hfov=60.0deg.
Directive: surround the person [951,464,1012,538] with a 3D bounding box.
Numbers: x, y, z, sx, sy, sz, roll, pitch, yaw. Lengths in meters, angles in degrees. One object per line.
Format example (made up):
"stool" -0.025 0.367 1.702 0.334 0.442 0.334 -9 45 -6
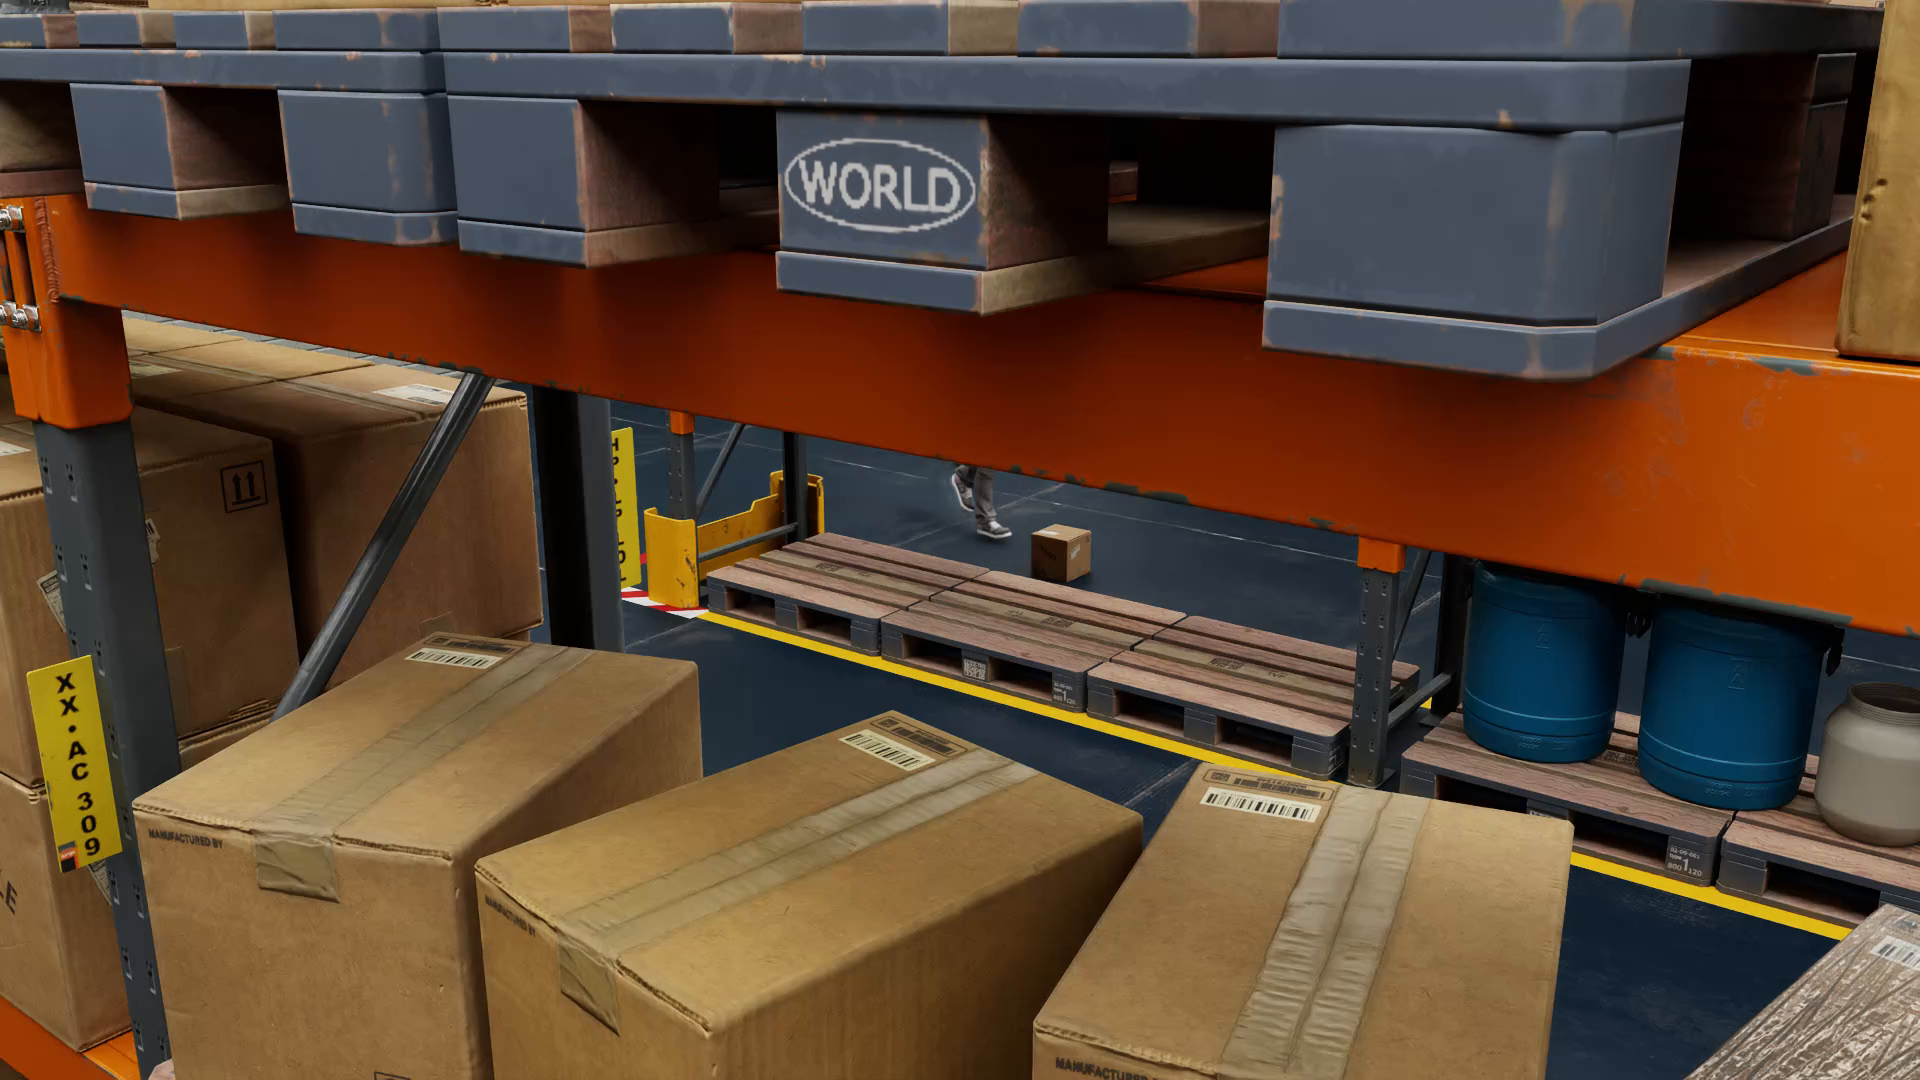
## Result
"person" 0.106 -0.819 10.209 0.604 1.577 0.446 16 23 42
